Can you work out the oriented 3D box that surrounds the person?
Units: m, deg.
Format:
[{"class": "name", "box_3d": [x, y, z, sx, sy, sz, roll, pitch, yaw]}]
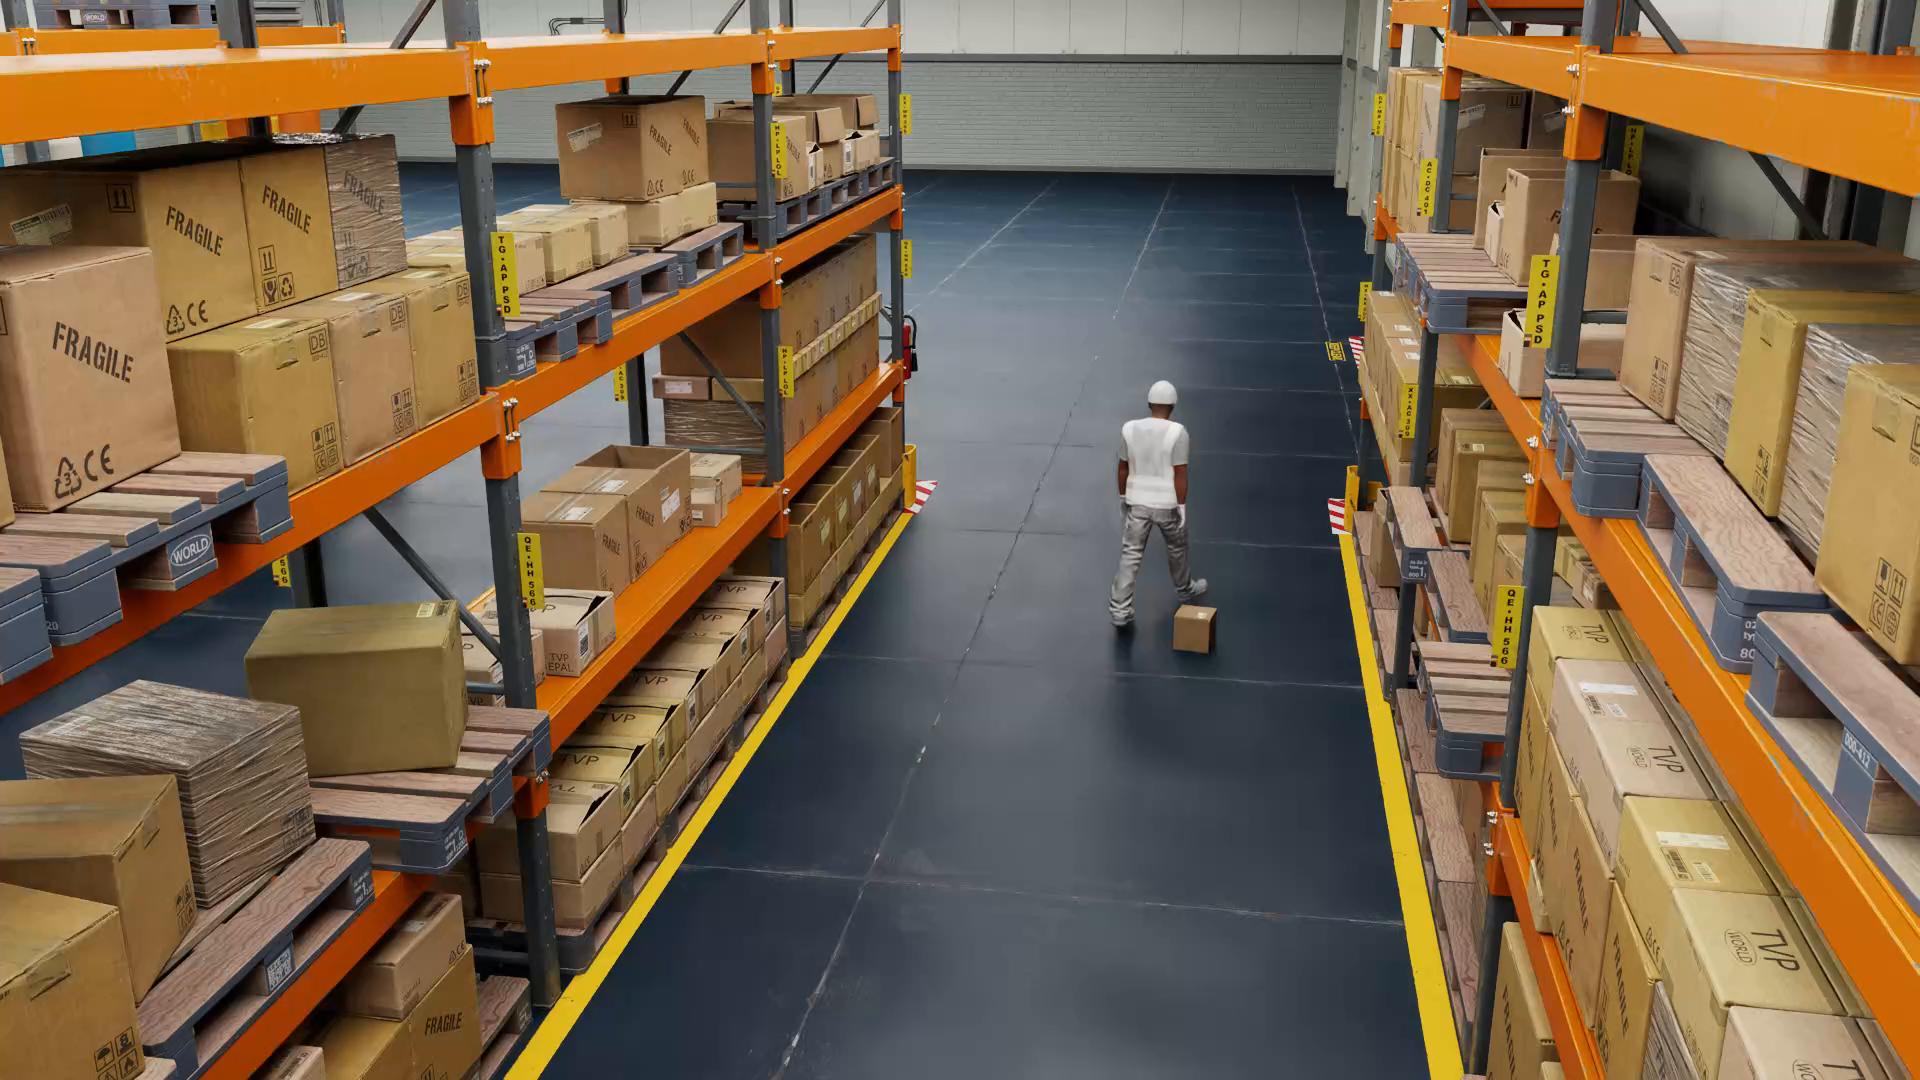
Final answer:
[{"class": "person", "box_3d": [1.411, -0.297, 12.001, 0.577, 1.714, 1.098, 9, 20, 26]}]
